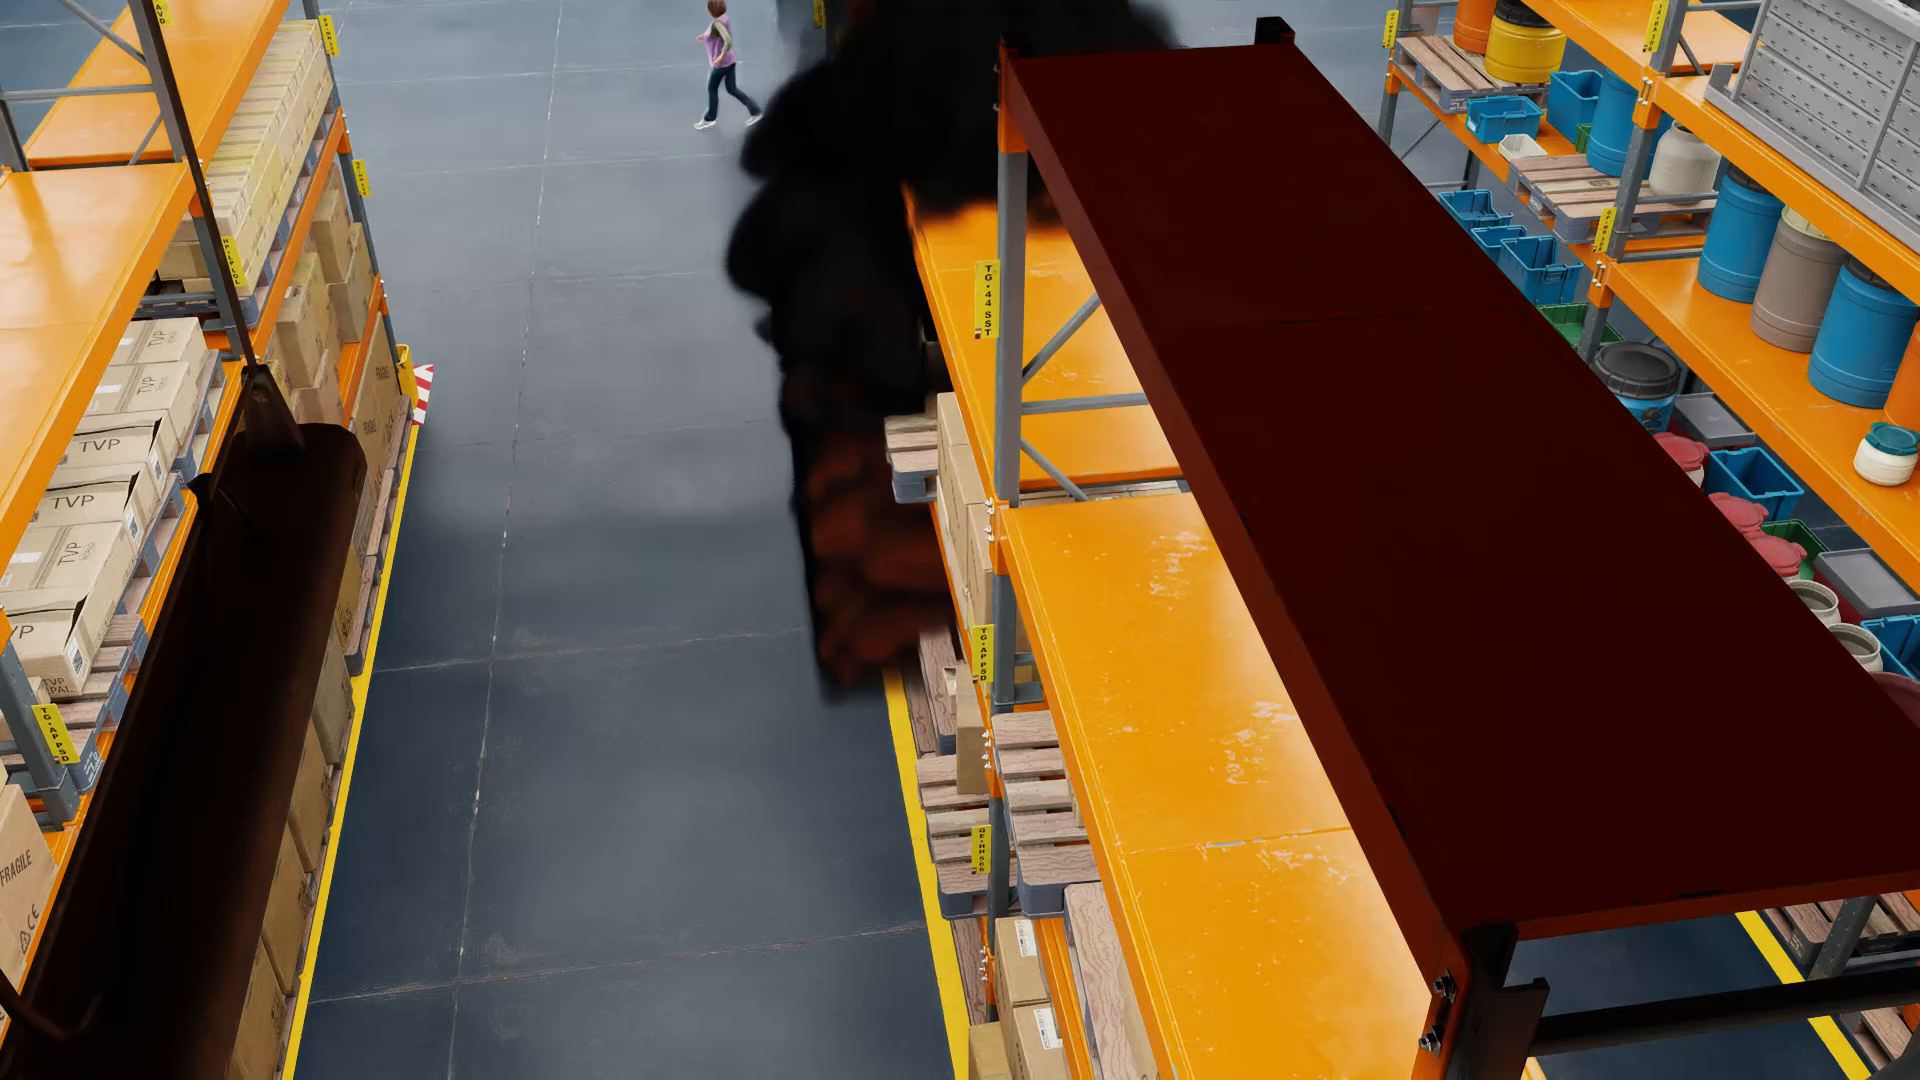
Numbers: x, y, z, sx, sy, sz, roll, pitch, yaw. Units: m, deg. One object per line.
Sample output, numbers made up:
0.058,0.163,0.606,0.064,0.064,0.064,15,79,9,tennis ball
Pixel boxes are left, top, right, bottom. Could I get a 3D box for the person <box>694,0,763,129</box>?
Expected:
-2.798,-5.648,19.756,0.873,1.602,0.539,10,38,14,person
